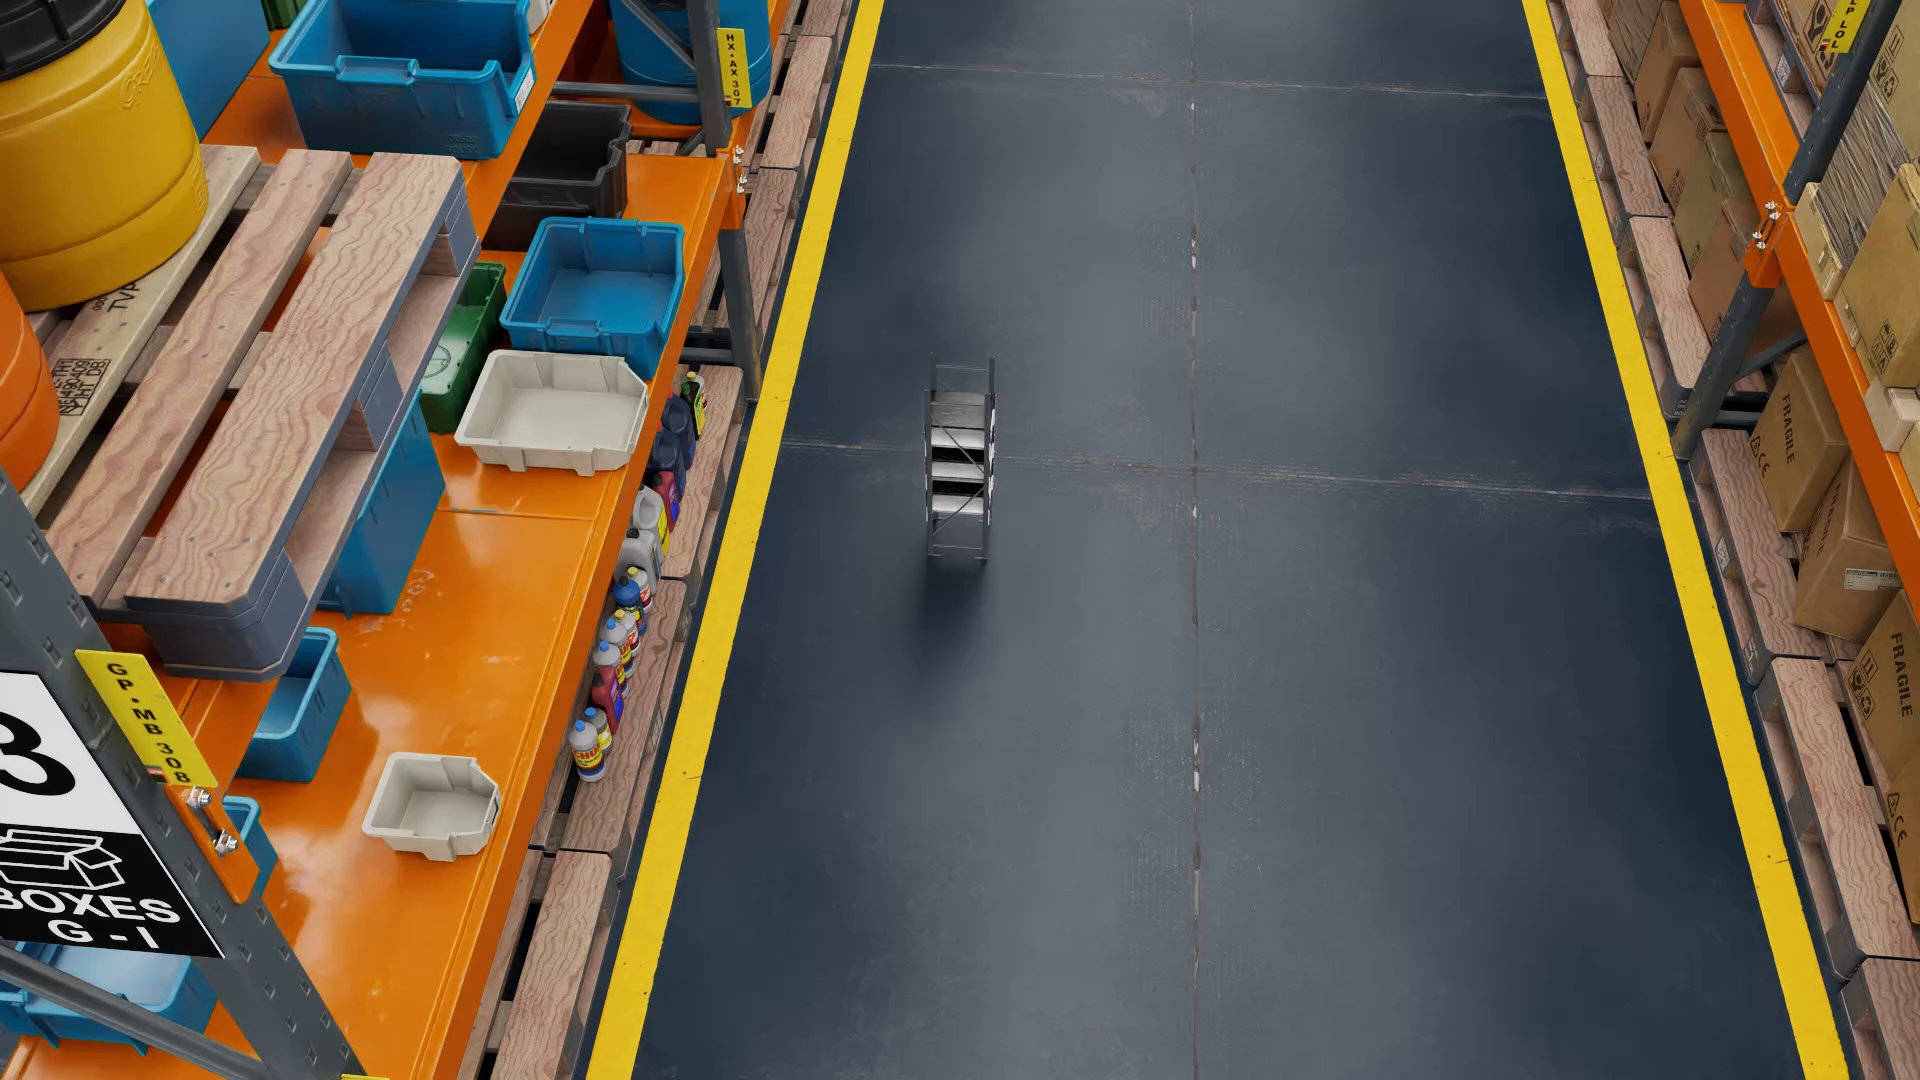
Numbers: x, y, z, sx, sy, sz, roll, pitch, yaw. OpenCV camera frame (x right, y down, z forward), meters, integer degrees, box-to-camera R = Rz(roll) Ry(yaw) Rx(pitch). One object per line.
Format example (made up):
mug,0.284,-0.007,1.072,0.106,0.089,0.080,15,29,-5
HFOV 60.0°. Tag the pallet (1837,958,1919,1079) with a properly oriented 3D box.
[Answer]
pallet,3.303,1.868,4.925,1.003,0.211,1.213,4,48,4

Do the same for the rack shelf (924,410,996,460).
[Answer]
rack shelf,0.001,-0.409,6.341,0.258,0.077,0.200,4,48,4

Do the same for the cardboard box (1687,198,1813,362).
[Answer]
cardboard box,3.629,-1.117,7.160,0.700,0.500,0.500,1,48,1

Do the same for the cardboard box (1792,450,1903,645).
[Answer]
cardboard box,3.430,0.052,6.105,0.500,0.500,0.500,18,50,16

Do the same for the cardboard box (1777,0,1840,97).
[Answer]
cardboard box,3.763,-2.281,6.138,1.000,1.000,1.000,4,48,4

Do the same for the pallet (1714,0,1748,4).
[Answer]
pallet,3.776,-2.779,7.415,1.003,0.211,1.213,4,48,4

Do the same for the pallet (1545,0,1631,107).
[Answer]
pallet,3.843,-2.786,9.181,1.003,0.211,1.213,4,48,4

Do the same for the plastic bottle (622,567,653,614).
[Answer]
plastic bottle,-1.202,0.179,6.177,0.097,0.201,0.097,0,48,0

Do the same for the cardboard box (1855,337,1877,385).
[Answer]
cardboard box,3.188,-0.587,5.450,0.380,0.149,0.250,4,48,4

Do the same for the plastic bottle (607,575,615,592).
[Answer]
plastic bottle,-1.325,0.056,6.234,0.061,0.283,0.133,4,48,4

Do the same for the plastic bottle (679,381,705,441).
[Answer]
plastic bottle,-1.096,-0.551,6.790,0.061,0.283,0.133,6,48,5

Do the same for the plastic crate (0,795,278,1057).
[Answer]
plastic crate,-1.998,0.906,4.015,0.499,0.251,0.616,4,48,4

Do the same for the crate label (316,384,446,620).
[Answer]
crate label,-1.847,-0.139,4.846,0.502,0.435,0.616,4,48,4

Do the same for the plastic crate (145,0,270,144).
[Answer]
plastic crate,-1.872,-1.184,3.805,0.392,0.384,0.575,4,48,4

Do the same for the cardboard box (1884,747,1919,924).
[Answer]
cardboard box,3.357,0.921,5.310,0.500,0.500,0.500,8,48,7

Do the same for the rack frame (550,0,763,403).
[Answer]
rack frame,-1.381,-1.695,6.294,1.000,3.000,0.127,4,48,4

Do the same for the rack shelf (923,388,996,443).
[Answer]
rack shelf,0.001,-0.469,6.275,0.258,0.077,0.200,4,48,4

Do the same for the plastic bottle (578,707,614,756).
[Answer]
plastic bottle,-1.261,0.653,5.745,0.097,0.201,0.097,0,48,0

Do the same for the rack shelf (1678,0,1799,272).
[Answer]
rack shelf,3.733,-2.589,7.599,1.077,0.370,4.000,4,48,4

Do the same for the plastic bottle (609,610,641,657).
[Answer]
plastic bottle,-1.221,0.330,6.039,0.097,0.201,0.097,0,48,0

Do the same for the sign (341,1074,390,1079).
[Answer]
sign,-1.198,1.191,3.466,0.100,0.325,0.005,4,48,4

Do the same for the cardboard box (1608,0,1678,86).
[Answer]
cardboard box,3.837,-2.704,8.612,0.700,0.500,0.500,0,48,0

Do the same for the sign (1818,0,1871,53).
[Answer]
sign,2.998,-1.788,5.594,0.100,0.325,0.005,4,48,4

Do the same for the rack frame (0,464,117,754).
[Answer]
rack frame,-1.746,-0.781,1.392,1.000,3.000,0.127,4,48,4

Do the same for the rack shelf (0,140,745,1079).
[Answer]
rack shelf,-1.563,0.017,5.215,1.077,0.370,4.000,4,48,4

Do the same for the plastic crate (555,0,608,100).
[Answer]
plastic crate,-1.642,-2.093,6.614,0.402,0.464,0.583,4,48,4

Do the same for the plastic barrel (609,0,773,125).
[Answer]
plastic barrel,-1.044,-2.128,6.350,0.600,0.901,0.708,4,48,4

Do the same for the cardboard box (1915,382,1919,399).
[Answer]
cardboard box,3.423,-0.431,4.868,0.875,0.500,0.500,4,48,4

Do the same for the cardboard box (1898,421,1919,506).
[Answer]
cardboard box,3.143,-0.219,5.114,0.380,0.149,0.250,4,48,4

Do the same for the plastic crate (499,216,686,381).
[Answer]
plastic crate,-1.212,-0.814,5.588,0.499,0.251,0.616,4,48,4

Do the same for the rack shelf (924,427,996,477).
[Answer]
rack shelf,0.001,-0.348,6.408,0.258,0.077,0.200,4,48,4

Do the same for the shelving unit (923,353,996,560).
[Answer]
shelving unit,0.001,-0.310,6.449,0.258,0.900,0.210,4,48,4

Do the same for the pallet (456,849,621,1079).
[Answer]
pallet,-1.706,1.530,5.234,1.003,0.211,1.213,4,48,4

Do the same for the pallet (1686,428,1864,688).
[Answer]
pallet,3.525,0.075,6.564,1.003,0.211,1.213,4,48,4

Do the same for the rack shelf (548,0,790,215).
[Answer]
rack shelf,-1.199,-2.922,7.903,1.077,0.370,4.000,4,48,4

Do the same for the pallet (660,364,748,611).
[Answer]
pallet,-1.484,-0.263,6.874,1.003,0.211,1.213,4,48,4

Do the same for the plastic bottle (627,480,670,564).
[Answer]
plastic bottle,-1.200,-0.079,6.312,0.144,0.351,0.185,4,48,3

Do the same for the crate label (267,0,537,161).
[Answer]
crate label,-1.246,-1.071,3.791,0.502,0.251,0.408,4,48,4

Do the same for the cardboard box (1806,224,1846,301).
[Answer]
cardboard box,3.196,-0.957,5.789,0.380,0.149,0.250,4,48,4

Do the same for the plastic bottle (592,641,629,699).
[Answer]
plastic bottle,-1.239,0.453,5.879,0.097,0.271,0.097,0,48,0

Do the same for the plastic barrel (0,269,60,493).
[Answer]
plastic barrel,-1.828,-0.421,2.519,0.600,0.830,0.708,4,48,4

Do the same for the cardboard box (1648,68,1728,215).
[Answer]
cardboard box,3.741,-1.877,7.856,0.700,0.500,0.500,0,48,0

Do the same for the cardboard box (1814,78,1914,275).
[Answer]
cardboard box,3.449,-1.170,5.544,0.875,0.500,0.500,4,48,4

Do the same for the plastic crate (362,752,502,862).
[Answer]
plastic crate,-1.344,0.697,4.284,0.298,0.136,0.250,4,48,4

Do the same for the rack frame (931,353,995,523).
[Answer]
rack frame,0.010,-0.384,6.518,0.240,0.900,0.006,4,48,4

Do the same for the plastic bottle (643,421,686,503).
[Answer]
plastic bottle,-1.170,-0.316,6.529,0.144,0.351,0.185,2,48,2

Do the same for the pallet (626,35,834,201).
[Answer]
pallet,-1.240,-2.233,8.675,1.003,0.211,1.213,4,48,4

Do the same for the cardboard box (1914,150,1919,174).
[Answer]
cardboard box,3.213,-1.153,4.850,0.500,0.500,0.500,4,48,4
